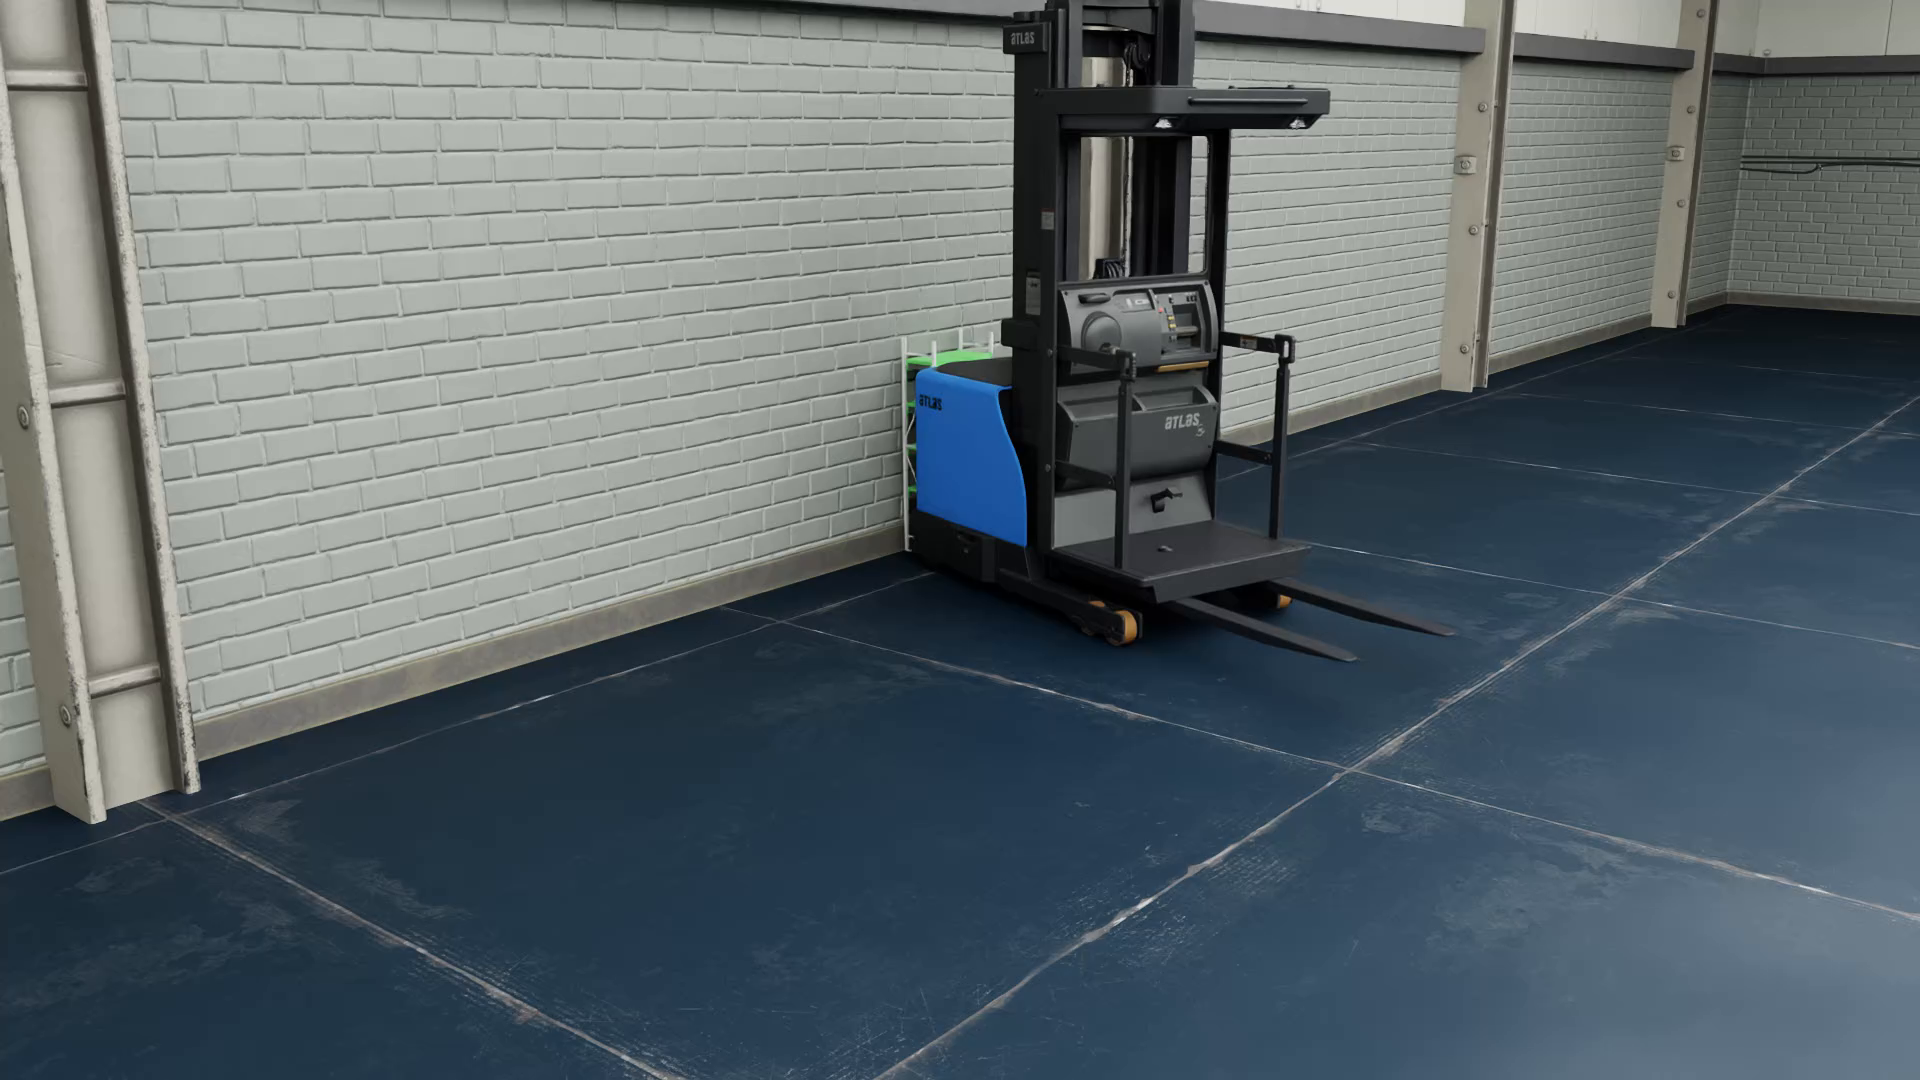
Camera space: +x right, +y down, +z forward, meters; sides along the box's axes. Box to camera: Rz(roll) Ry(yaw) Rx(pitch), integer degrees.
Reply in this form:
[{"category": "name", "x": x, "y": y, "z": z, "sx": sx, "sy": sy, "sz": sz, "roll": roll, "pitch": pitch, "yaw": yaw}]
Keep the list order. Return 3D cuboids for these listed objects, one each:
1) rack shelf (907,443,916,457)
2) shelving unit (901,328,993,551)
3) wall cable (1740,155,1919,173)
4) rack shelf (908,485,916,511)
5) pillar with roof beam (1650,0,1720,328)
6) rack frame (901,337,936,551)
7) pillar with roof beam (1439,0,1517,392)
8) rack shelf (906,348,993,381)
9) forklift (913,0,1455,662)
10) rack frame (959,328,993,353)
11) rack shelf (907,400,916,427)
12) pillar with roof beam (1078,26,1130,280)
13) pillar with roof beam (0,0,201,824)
[{"category": "rack shelf", "x": -0.063, "y": -0.494, "z": 9.370, "sx": 0.258, "sy": 0.148, "sz": 0.480, "roll": 12, "pitch": 19, "yaw": 39}, {"category": "shelving unit", "x": -0.063, "y": -0.556, "z": 9.354, "sx": 0.258, "sy": 1.200, "sz": 0.503, "roll": 12, "pitch": 19, "yaw": 39}, {"category": "wall cable", "x": 11.193, "y": -5.741, "z": 20.251, "sx": 3.097, "sy": 2.526, "sz": 0.112, "roll": 11, "pitch": 18, "yaw": 38}, {"category": "rack shelf", "x": -0.062, "y": -0.262, "z": 9.430, "sx": 0.258, "sy": 0.148, "sz": 0.480, "roll": 12, "pitch": 19, "yaw": 39}, {"category": "pillar with roof beam", "x": 11.661, "y": -6.220, "z": 15.831, "sx": 9.100, "sy": 9.000, "sz": 0.400, "roll": 11, "pitch": 18, "yaw": 38}, {"category": "rack frame", "x": -0.221, "y": -0.508, "z": 9.174, "sx": 0.240, "sy": 1.200, "sz": 0.015, "roll": 12, "pitch": 19, "yaw": 39}, {"category": "pillar with roof beam", "x": 7.890, "y": -5.071, "z": 11.307, "sx": 9.100, "sy": 9.000, "sz": 0.400, "roll": 11, "pitch": 18, "yaw": 38}, {"category": "rack shelf", "x": -0.066, "y": -0.958, "z": 9.249, "sx": 0.258, "sy": 0.148, "sz": 0.480, "roll": 12, "pitch": 19, "yaw": 39}, {"category": "forklift", "x": 0.996, "y": -1.065, "z": 7.862, "sx": 1.130, "sy": 2.935, "sz": 3.031, "roll": -10, "pitch": 17, "yaw": -33}, {"category": "rack frame", "x": 0.095, "y": -0.603, "z": 9.533, "sx": 0.240, "sy": 1.200, "sz": 0.015, "roll": 12, "pitch": 19, "yaw": 39}, {"category": "rack shelf", "x": -0.064, "y": -0.726, "z": 9.309, "sx": 0.258, "sy": 0.148, "sz": 0.480, "roll": 12, "pitch": 19, "yaw": 39}, {"category": "pillar with roof beam", "x": 4.119, "y": -3.922, "z": 6.784, "sx": 9.100, "sy": 9.000, "sz": 0.400, "roll": 11, "pitch": 18, "yaw": 38}, {"category": "pillar with roof beam", "x": 0.348, "y": -2.773, "z": 2.261, "sx": 9.100, "sy": 9.000, "sz": 0.400, "roll": 11, "pitch": 18, "yaw": 38}]
